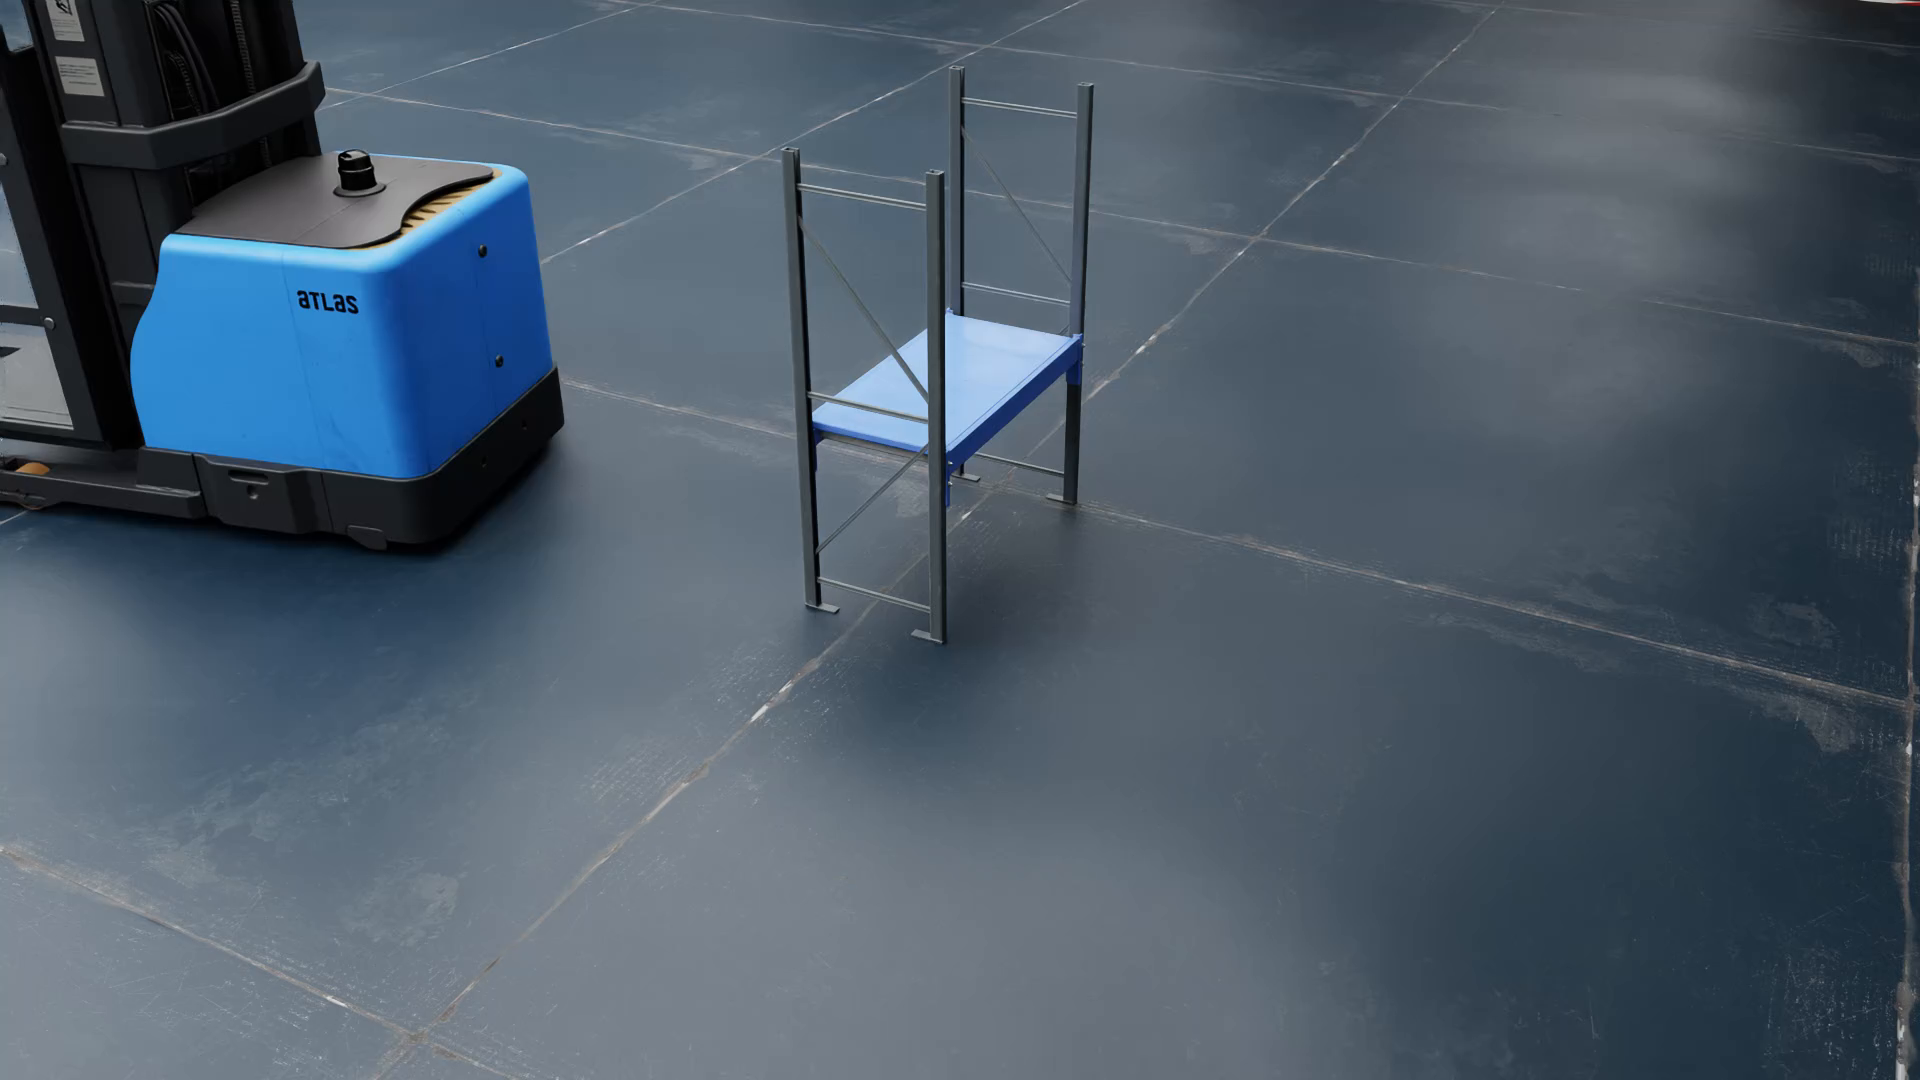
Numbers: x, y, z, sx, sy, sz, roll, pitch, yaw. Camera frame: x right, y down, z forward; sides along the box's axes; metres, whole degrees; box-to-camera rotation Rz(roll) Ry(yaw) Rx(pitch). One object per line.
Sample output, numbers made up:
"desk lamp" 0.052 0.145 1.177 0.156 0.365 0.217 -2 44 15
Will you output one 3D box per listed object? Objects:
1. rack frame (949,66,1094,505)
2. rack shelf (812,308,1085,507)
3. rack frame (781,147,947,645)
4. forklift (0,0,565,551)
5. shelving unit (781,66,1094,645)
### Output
"rack frame" 0.193 -0.838 5.703 0.500 1.500 0.032 14 33 23
"rack shelf" -0.039 -0.457 5.400 0.538 0.185 1.000 14 33 23
"rack frame" -0.270 -0.387 4.918 0.500 1.500 0.032 14 33 23
"forklift" -3.092 -1.623 5.634 3.031 2.935 1.130 7 31 12
"shelving unit" -0.039 -0.613 5.311 0.538 1.500 1.048 14 33 23
